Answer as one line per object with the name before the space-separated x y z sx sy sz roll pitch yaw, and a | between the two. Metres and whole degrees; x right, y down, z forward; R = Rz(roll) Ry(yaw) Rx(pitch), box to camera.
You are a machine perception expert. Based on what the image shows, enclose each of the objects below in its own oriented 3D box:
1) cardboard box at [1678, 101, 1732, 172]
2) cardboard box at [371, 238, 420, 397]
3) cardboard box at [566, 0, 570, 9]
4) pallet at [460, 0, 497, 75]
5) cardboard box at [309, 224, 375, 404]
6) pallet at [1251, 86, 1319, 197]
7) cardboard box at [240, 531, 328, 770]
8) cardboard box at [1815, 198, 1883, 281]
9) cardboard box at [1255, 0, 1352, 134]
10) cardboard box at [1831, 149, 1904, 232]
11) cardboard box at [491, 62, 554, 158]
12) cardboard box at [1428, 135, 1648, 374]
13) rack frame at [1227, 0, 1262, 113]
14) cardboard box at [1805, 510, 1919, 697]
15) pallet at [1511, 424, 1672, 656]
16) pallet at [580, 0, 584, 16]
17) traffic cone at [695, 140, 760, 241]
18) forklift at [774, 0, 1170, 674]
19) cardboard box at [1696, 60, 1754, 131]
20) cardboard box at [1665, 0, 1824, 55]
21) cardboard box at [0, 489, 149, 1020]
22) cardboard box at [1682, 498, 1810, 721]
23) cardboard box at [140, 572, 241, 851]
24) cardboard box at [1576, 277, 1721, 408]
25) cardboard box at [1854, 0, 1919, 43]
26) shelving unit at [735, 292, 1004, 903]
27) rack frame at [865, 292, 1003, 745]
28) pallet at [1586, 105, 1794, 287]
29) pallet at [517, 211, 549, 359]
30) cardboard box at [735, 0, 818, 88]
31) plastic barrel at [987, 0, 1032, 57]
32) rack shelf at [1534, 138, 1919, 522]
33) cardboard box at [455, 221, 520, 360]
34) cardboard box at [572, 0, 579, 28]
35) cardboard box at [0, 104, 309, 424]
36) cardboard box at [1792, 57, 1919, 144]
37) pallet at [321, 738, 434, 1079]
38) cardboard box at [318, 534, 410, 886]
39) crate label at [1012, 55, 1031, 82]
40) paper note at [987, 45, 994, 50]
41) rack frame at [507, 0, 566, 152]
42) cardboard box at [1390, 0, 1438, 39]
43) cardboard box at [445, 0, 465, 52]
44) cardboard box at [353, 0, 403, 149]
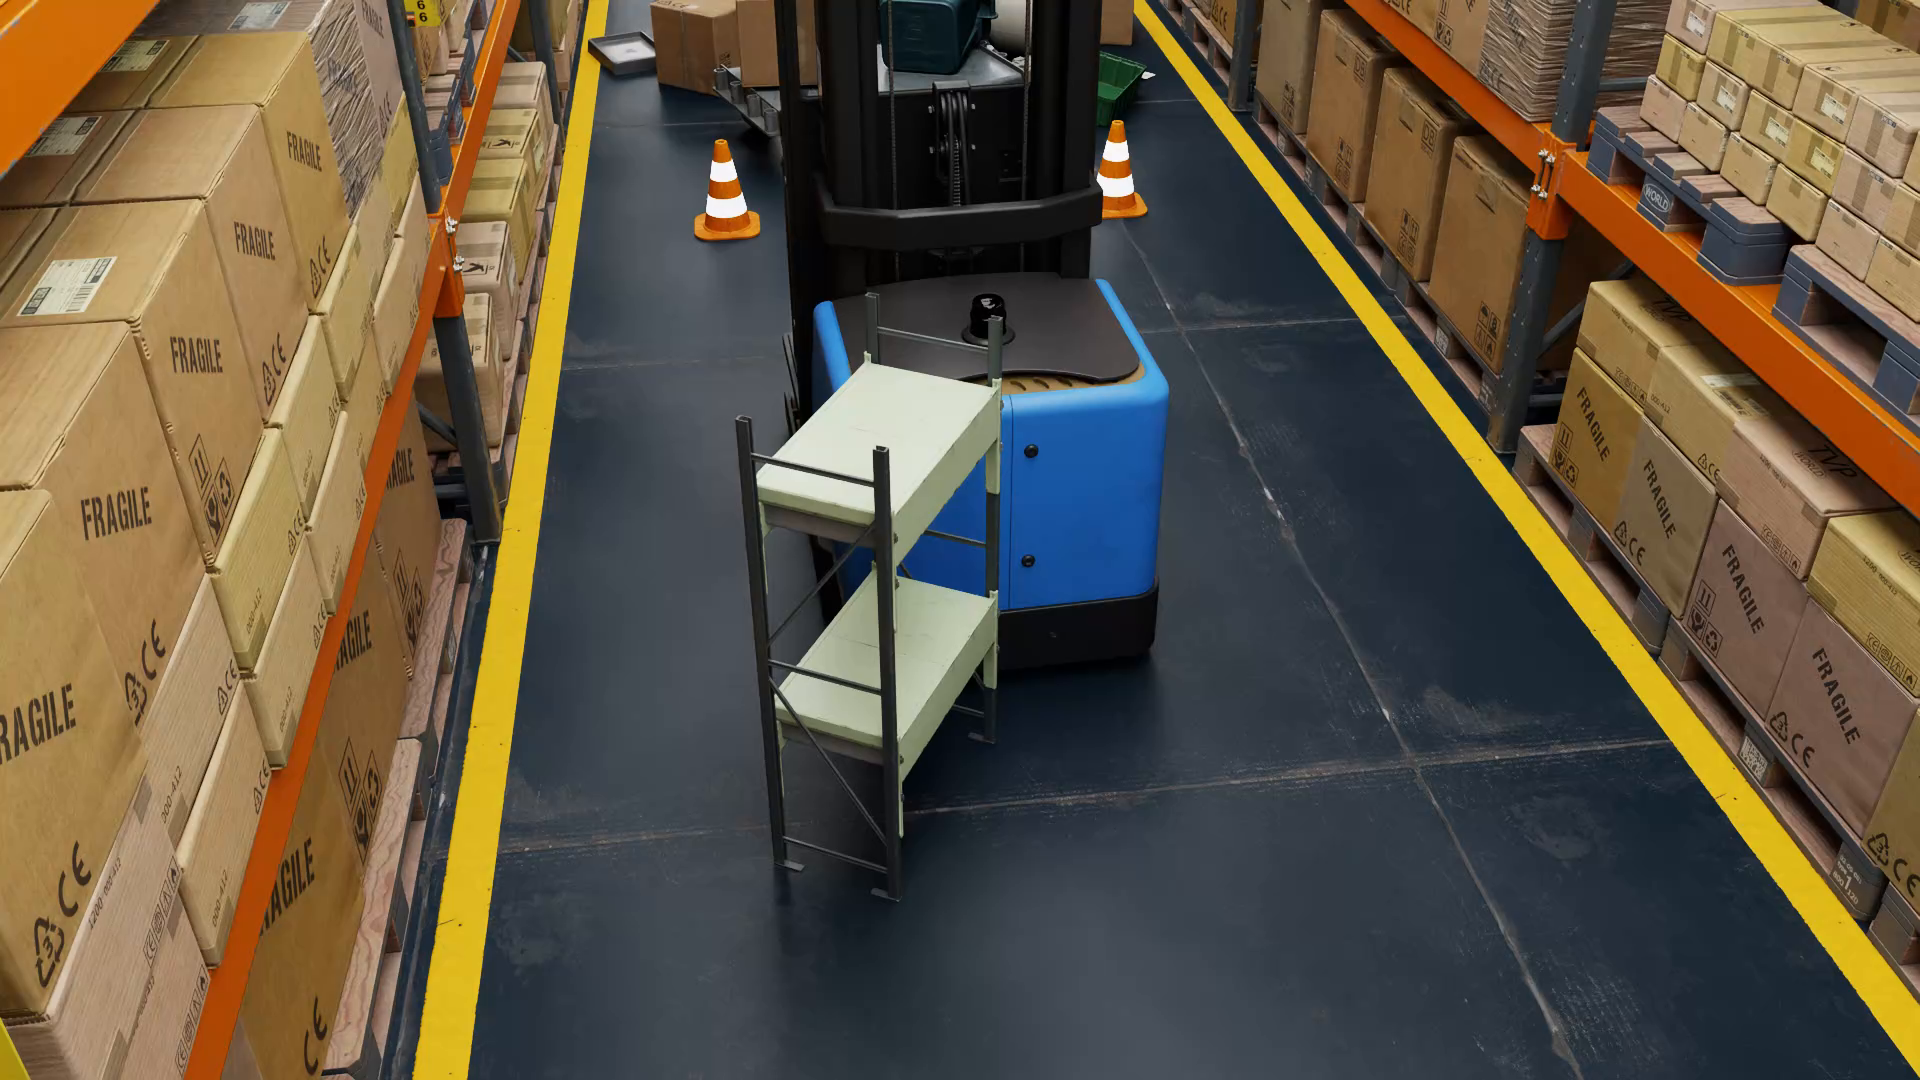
cardboard box | 2.563 -1.307 5.354 0.380 0.149 0.250 -3 34 -4
cardboard box | -1.815 -0.612 4.617 0.500 0.250 0.500 -4 34 -6
cardboard box | -2.658 -3.447 10.047 0.500 0.500 0.500 -3 34 -4
pallet | -2.531 -2.243 7.047 1.003 0.211 1.213 -4 35 -6
cardboard box | -1.746 -0.544 4.074 0.500 0.250 0.500 -5 35 -8
pallet | 2.308 -2.306 9.447 1.003 0.211 1.213 -4 35 -6
cardboard box | -1.608 0.233 3.378 0.500 0.250 0.500 -5 35 -7
cardboard box | 2.676 -0.857 4.694 0.380 0.149 0.250 -3 34 -5
cardboard box | 2.302 -2.788 9.302 1.050 0.750 0.750 -5 35 -7
cardboard box | 2.678 -0.980 4.610 0.380 0.149 0.250 -4 35 -6
cardboard box | -2.689 -2.248 8.845 0.950 0.372 0.625 -4 34 -6
cardboard box | 2.675 -1.242 7.034 1.050 0.750 0.750 -5 35 -7
rack frame | 2.129 -3.884 9.285 1.000 3.000 0.127 -4 35 -6
cardboard box | 2.714 0.152 4.544 0.500 0.250 0.500 -6 35 -8
pallet | 2.771 -0.063 6.155 1.003 0.211 1.213 -4 35 -6
pallet | -3.216 -4.034 11.982 1.003 0.211 1.213 -4 35 -6
traffic cone | -1.208 -1.818 8.507 0.336 0.463 0.334 -4 35 -6
forklift | -0.114 -1.560 5.937 1.130 2.935 3.031 -6 35 -9
cardboard box | 2.572 -1.408 5.239 0.380 0.149 0.250 -3 34 -4
cardboard box | 2.538 -1.692 5.391 0.380 0.149 0.250 -4 35 -6
cardboard box | -1.460 0.290 2.184 0.500 0.500 0.500 -4 34 -6
cardboard box | 2.654 0.188 5.157 0.500 0.500 0.500 -5 35 -8
cardboard box | -1.564 0.312 2.818 0.500 0.250 0.500 -4 34 -6
cardboard box | 2.520 -0.699 5.793 0.500 0.250 0.500 -6 35 -9
cardboard box | 3.188 -1.728 5.444 0.380 0.149 0.250 -6 35 -8
shelving unit | -0.214 0.175 4.661 0.431 1.500 0.755 13 36 19
rack frame | -0.073 -0.015 4.940 0.400 1.500 0.023 13 36 19
pallet | 2.869 -1.183 5.492 1.213 0.211 1.003 -4 35 -6
pallet | -2.489 -1.183 7.799 1.003 0.211 1.213 -4 35 -6
cardboard box | -1.002 -2.884 9.365 0.500 0.500 0.500 -4 35 -6
plastic barrel | 0.457 -3.336 10.769 0.512 0.421 0.421 20 39 26
rack shelf | 2.936 -0.238 4.575 1.077 0.370 4.000 -4 35 -6
cardboard box | -2.397 -1.035 7.066 0.950 0.372 0.625 -5 35 -7
cardboard box | -2.731 -3.432 10.692 0.500 0.250 0.500 -5 35 -7
cardboard box | -1.697 -0.560 3.431 0.500 0.500 0.500 -5 35 -7
cardboard box | 2.640 -1.260 4.757 0.380 0.149 0.250 -6 35 -8
pallet | -2.032 1.057 4.511 1.003 0.211 1.213 -4 35 -6
cardboard box | -2.098 0.374 4.551 0.875 0.875 0.875 -4 34 -6
crate label | 0.452 -2.953 10.461 0.250 0.136 0.298 27 43 34
paper note | 0.133 -3.273 11.032 0.172 0.023 0.155 7 35 10
rack frame | -2.762 -3.452 8.652 1.000 3.000 0.127 -4 35 -6
cardboard box | 2.208 -2.481 7.139 0.500 0.500 0.500 -5 35 -7
cardboard box | -2.096 -1.957 6.308 0.380 0.149 0.250 -4 34 -6
cardboard box | -1.895 -1.406 4.673 0.500 0.500 0.500 -5 35 -8
